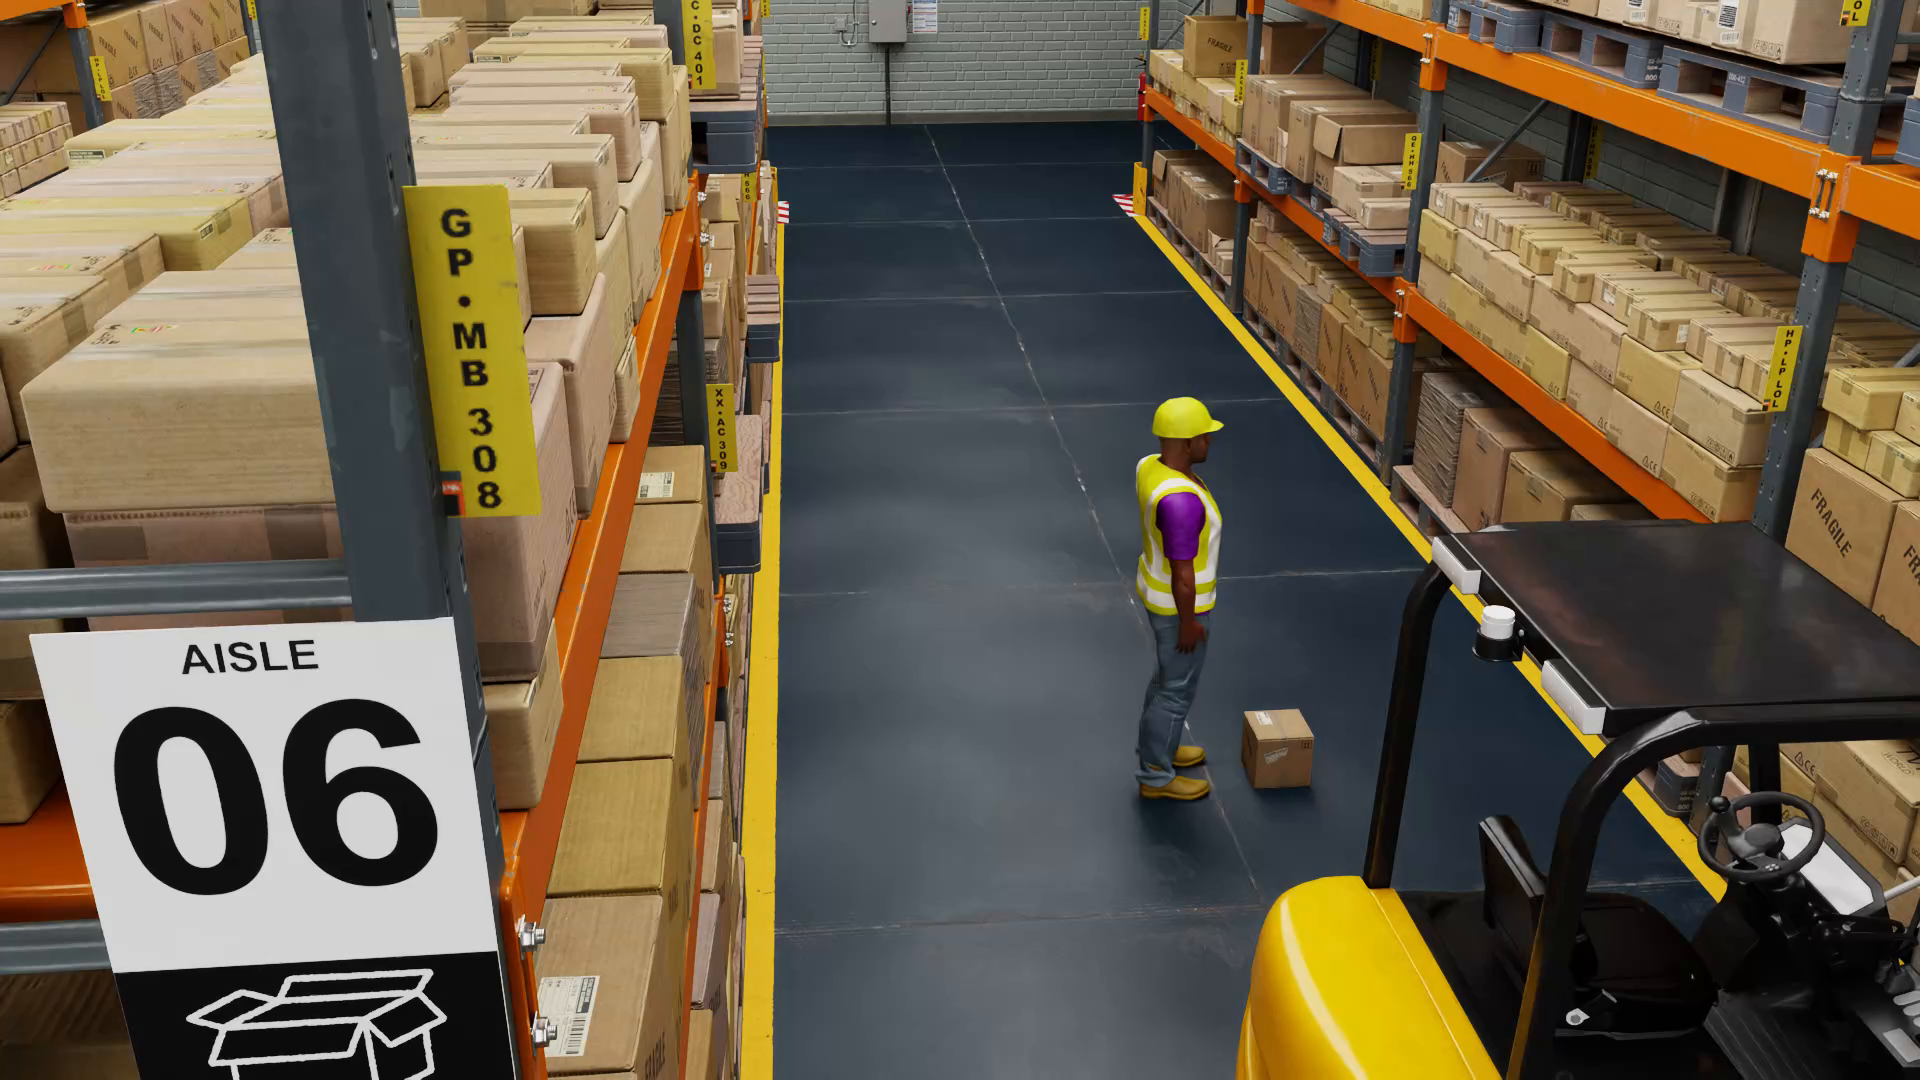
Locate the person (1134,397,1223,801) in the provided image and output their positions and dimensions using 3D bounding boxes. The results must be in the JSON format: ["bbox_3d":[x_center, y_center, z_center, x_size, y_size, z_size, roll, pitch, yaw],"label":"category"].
[{"bbox_3d":[0.926,0.242,7.019,0.378,1.761,0.564,-2,24,-4],"label":"person"}]
